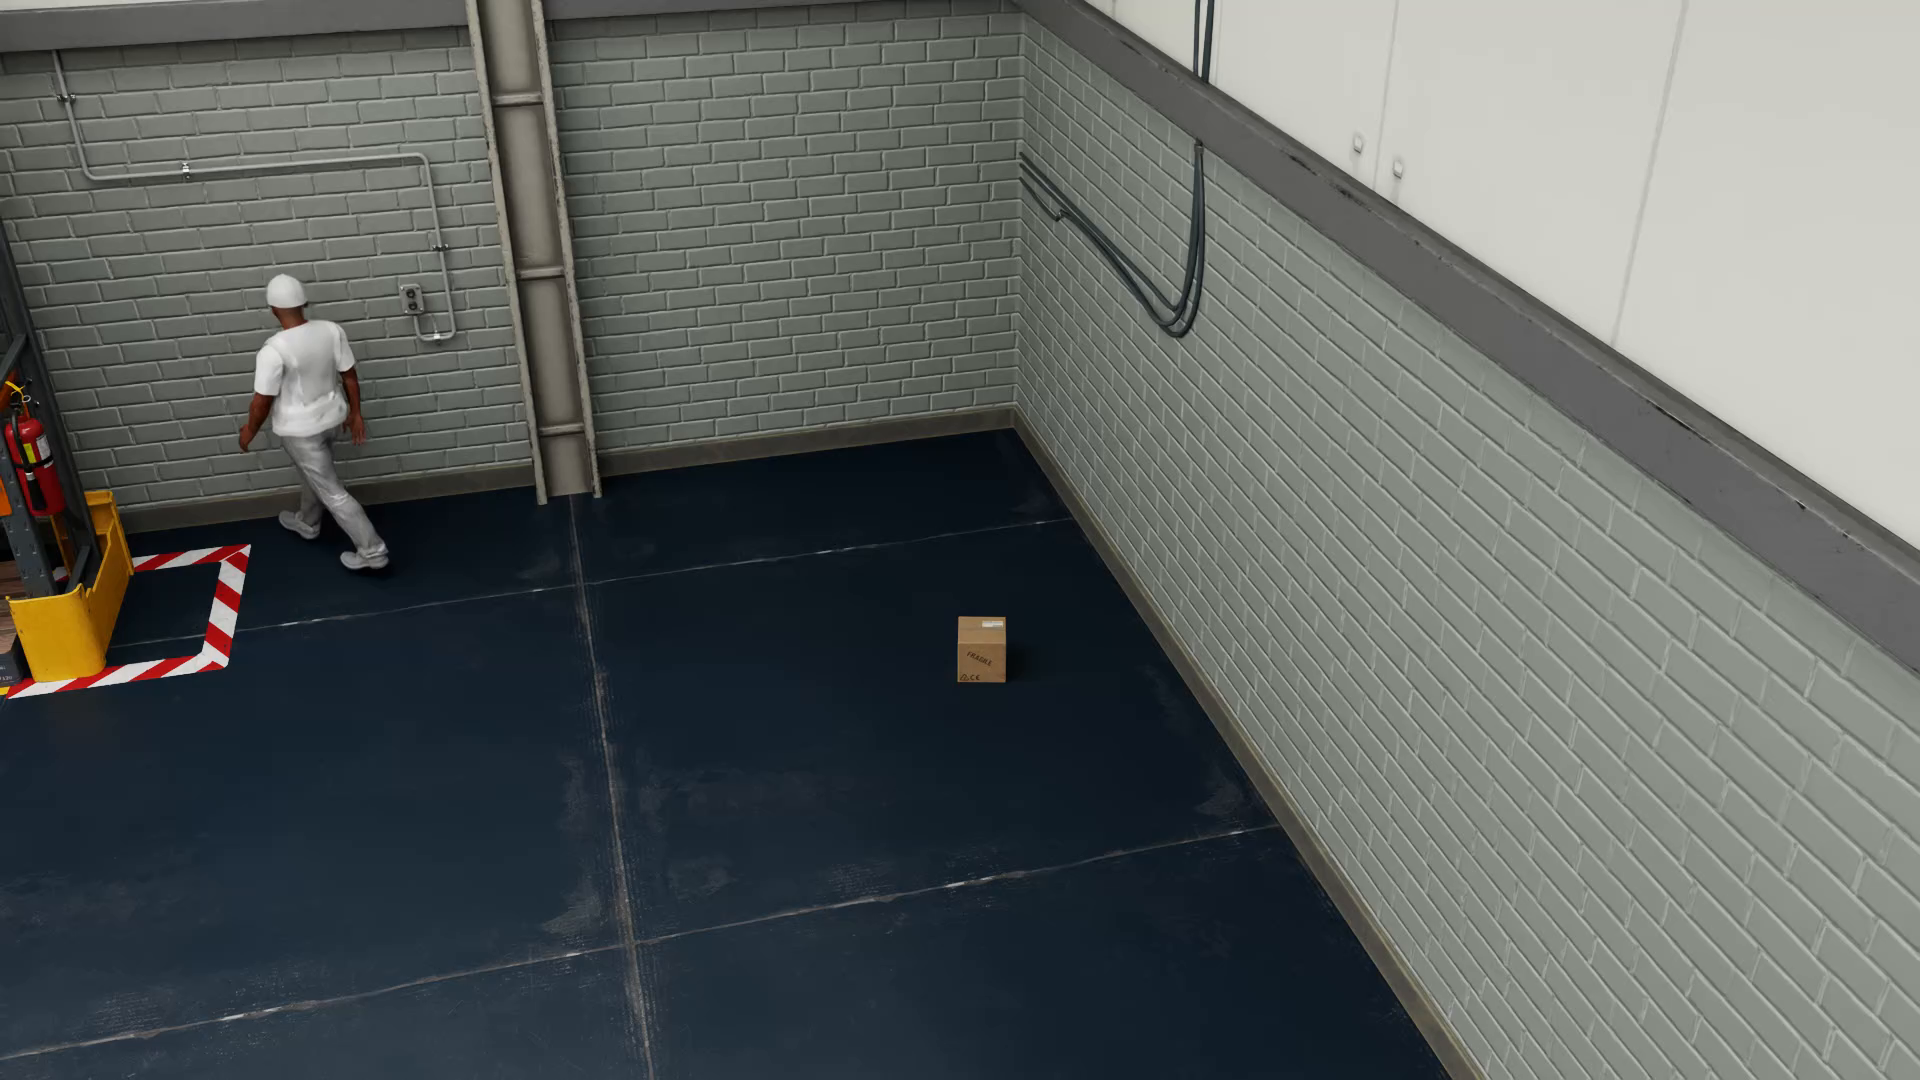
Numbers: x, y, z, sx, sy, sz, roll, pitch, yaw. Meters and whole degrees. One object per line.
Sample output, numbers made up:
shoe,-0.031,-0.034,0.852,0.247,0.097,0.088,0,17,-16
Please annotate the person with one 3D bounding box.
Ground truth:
person,-3.713,-0.673,9.377,0.991,1.731,0.588,14,33,23
